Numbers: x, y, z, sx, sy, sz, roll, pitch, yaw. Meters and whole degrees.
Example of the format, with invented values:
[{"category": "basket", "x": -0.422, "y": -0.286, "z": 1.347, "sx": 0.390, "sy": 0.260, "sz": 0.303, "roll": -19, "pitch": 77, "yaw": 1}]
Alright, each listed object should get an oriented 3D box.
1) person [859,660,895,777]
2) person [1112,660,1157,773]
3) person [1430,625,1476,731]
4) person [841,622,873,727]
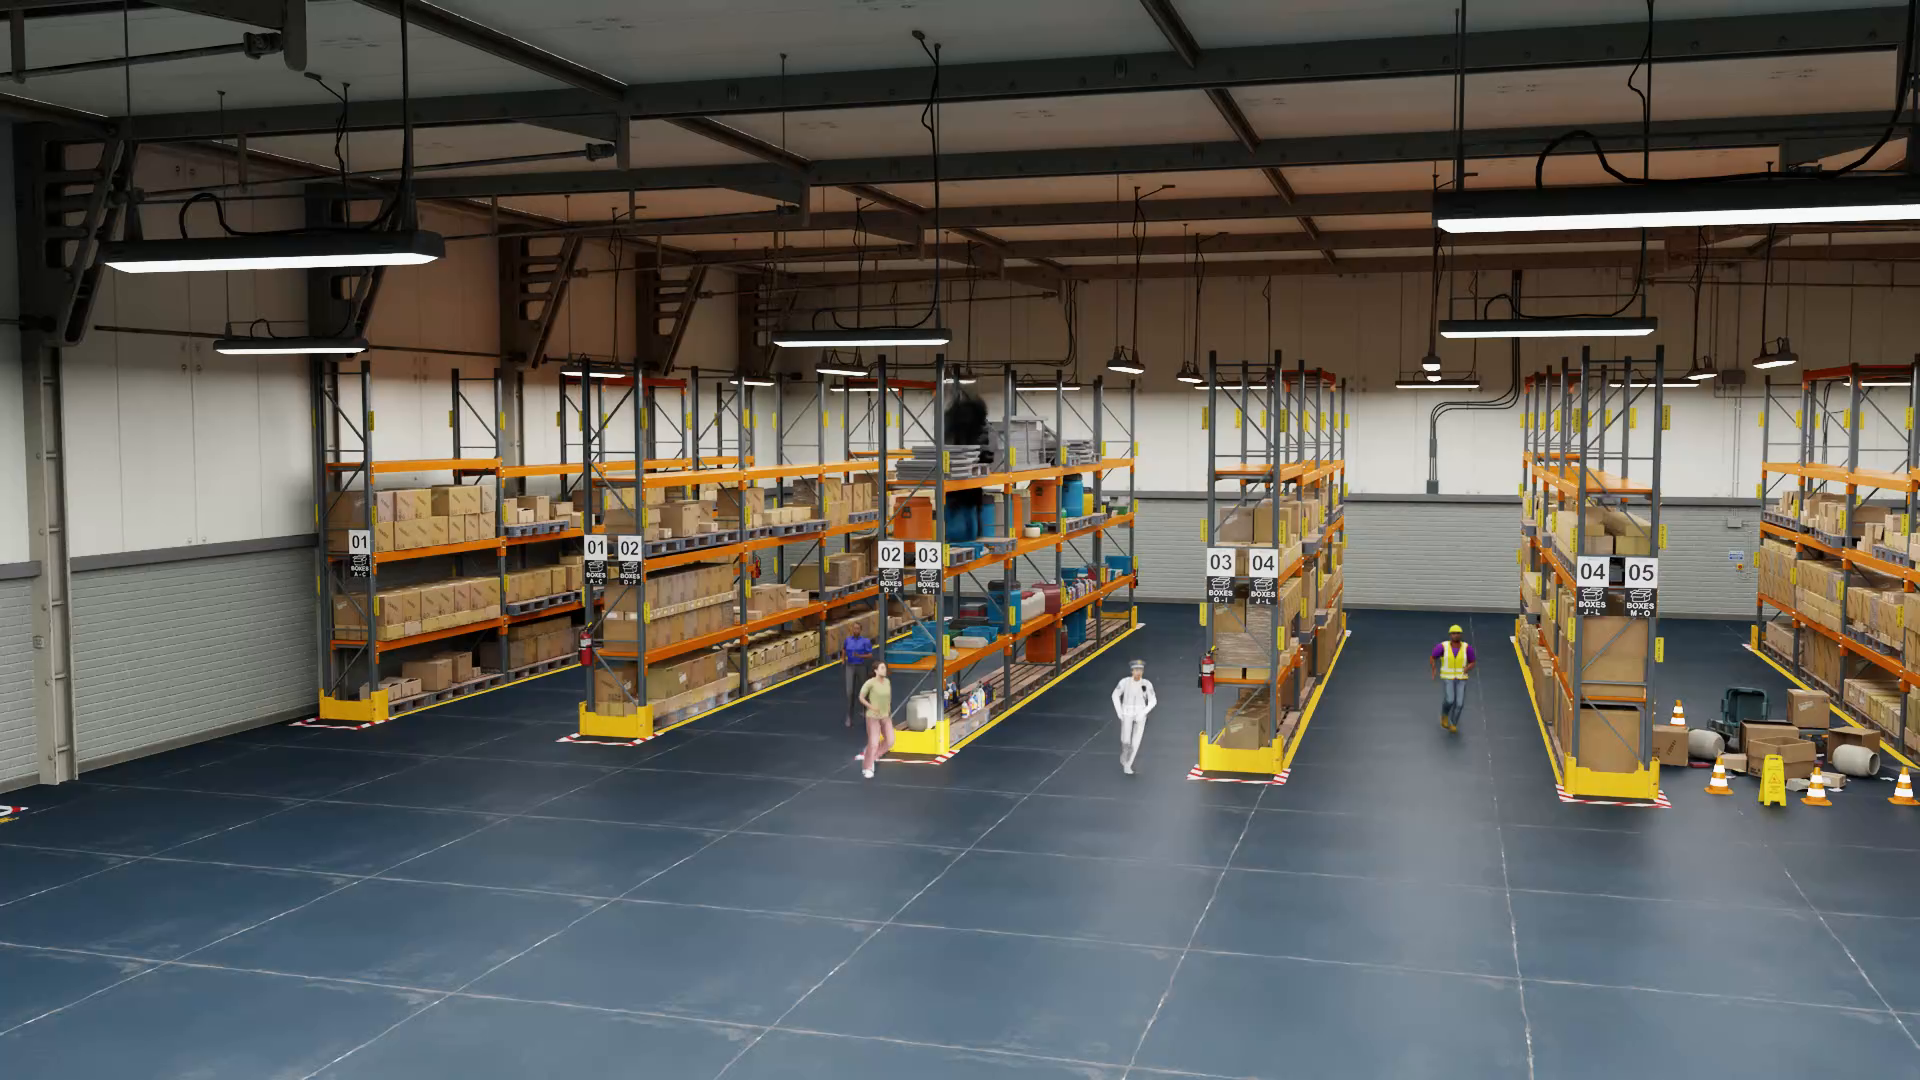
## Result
[{"category": "person", "x": -1.133, "y": 2.516, "z": 23.505, "sx": 0.595, "sy": 1.638, "sz": 0.505, "roll": -3, "pitch": 5, "yaw": -36}, {"category": "person", "x": 2.478, "y": 2.507, "z": 23.603, "sx": 0.626, "sy": 1.631, "sz": 0.459, "roll": 0, "pitch": 4, "yaw": 4}, {"category": "person", "x": 7.924, "y": 2.228, "z": 26.665, "sx": 0.692, "sy": 1.724, "sz": 0.607, "roll": 0, "pitch": 4, "yaw": 7}, {"category": "person", "x": -1.710, "y": 2.188, "z": 27.561, "sx": 0.566, "sy": 1.672, "sz": 0.908, "roll": 0, "pitch": 4, "yaw": 7}]
